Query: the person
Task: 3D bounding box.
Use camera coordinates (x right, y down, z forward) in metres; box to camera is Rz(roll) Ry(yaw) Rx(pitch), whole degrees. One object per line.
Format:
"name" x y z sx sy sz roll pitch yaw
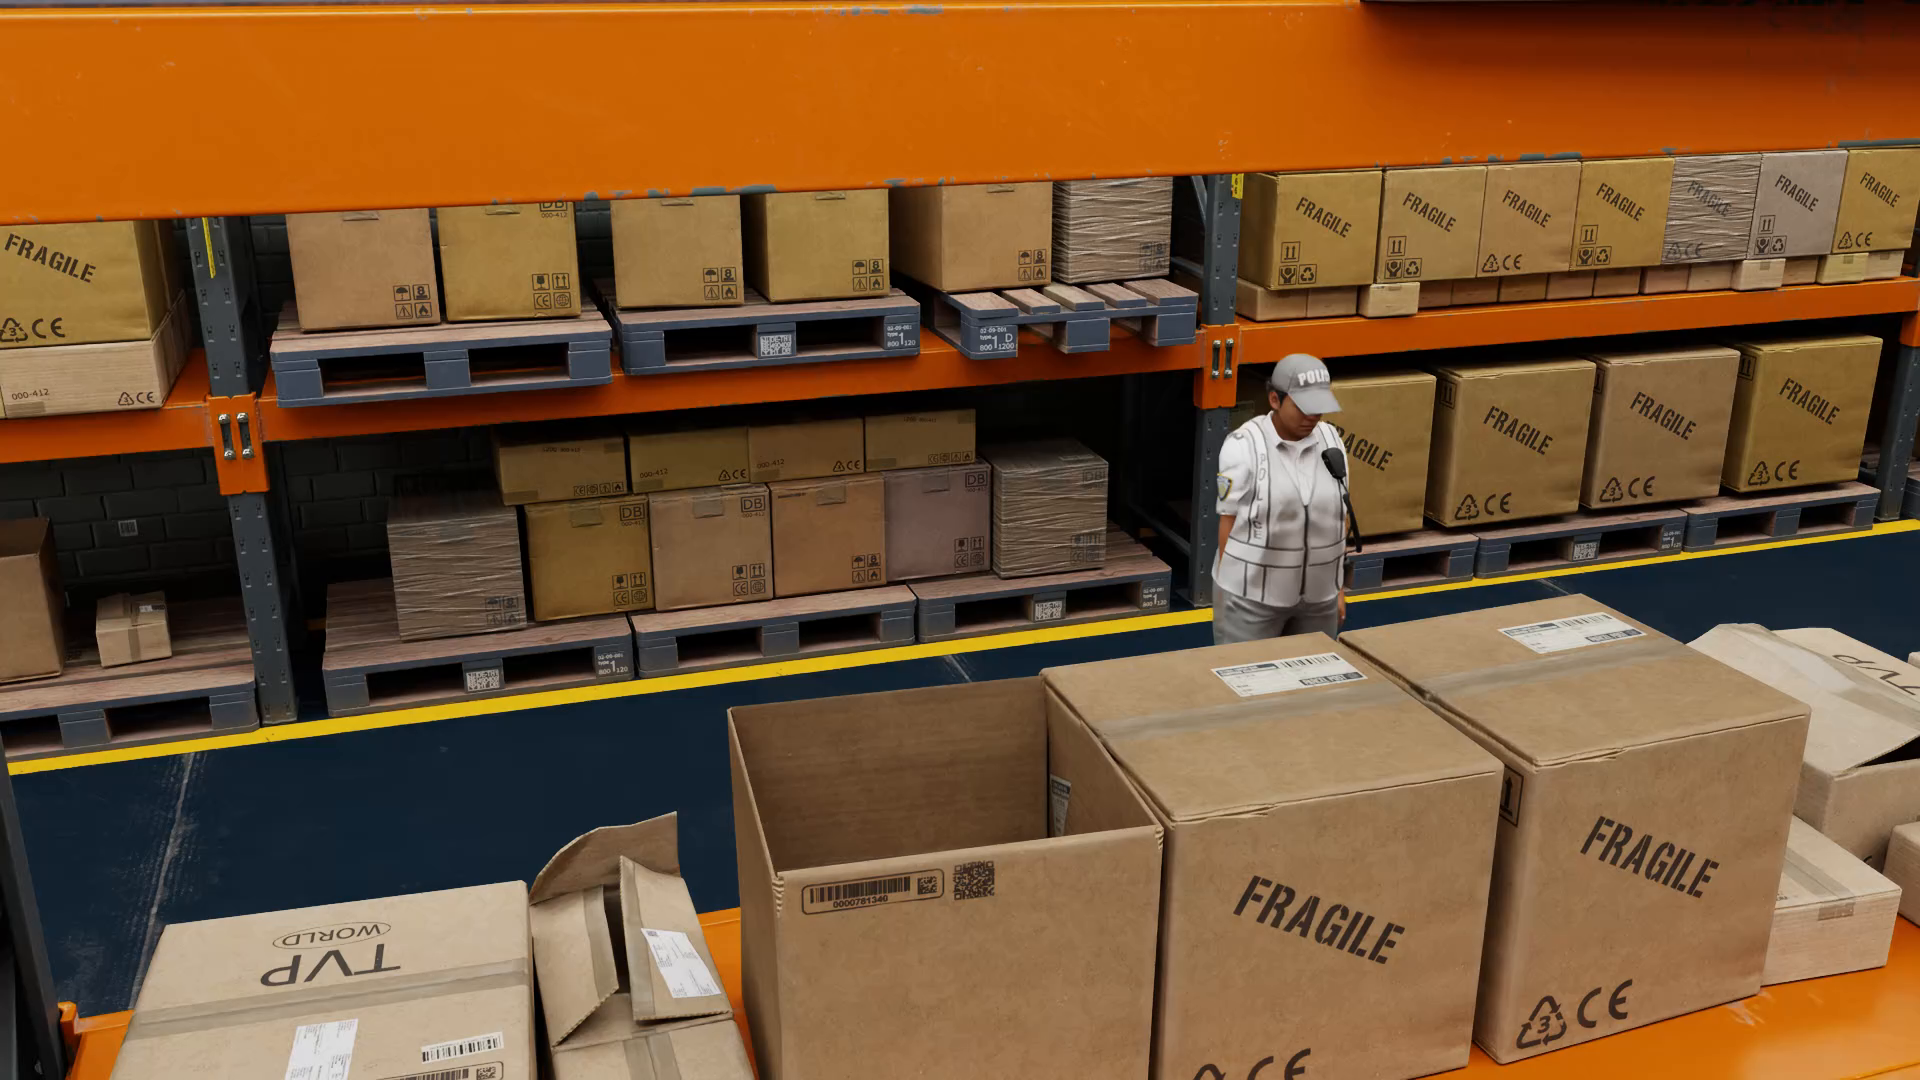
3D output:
"person" 1.078 0.187 5.552 0.471 1.657 0.390 -6 20 -16
